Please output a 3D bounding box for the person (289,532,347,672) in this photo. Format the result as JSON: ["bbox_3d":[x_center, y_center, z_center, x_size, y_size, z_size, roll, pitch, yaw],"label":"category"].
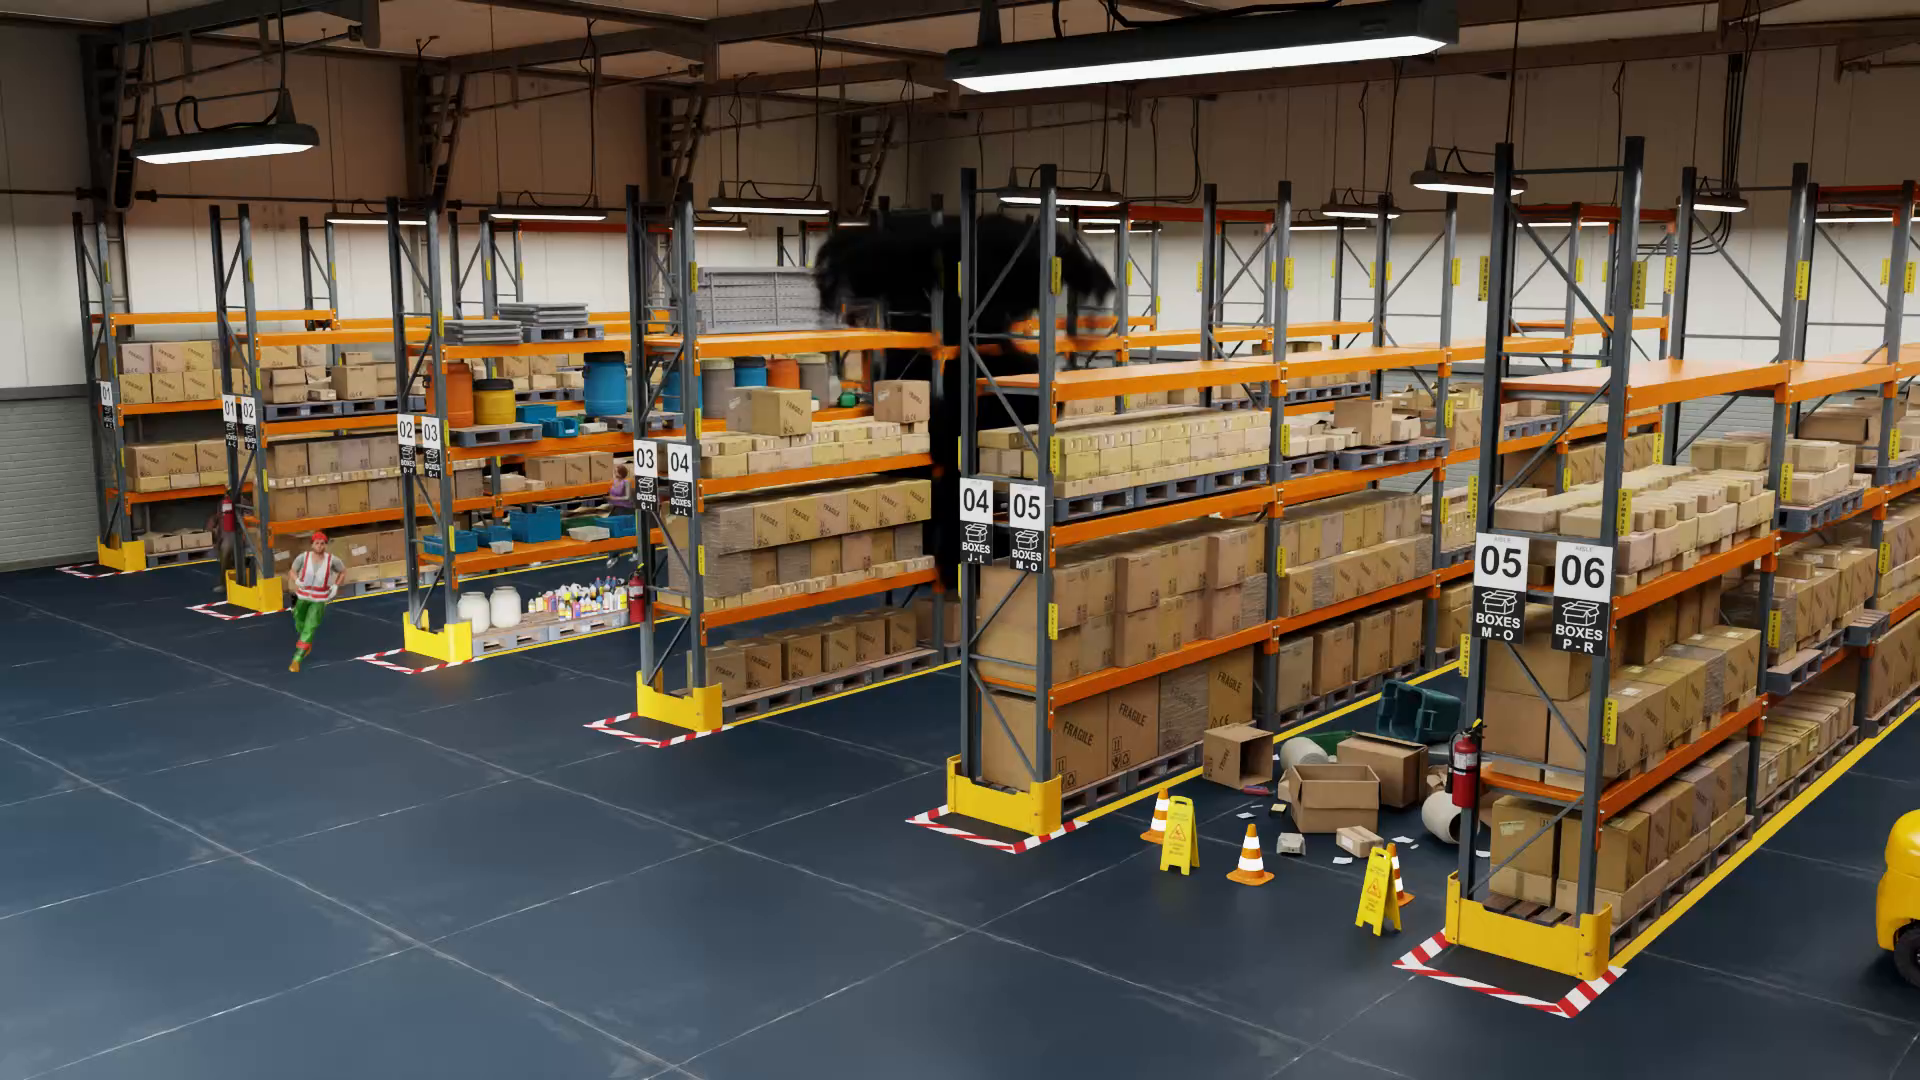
[{"bbox_3d":[-8.300,0.754,21.484,0.681,1.744,0.942,-1,10,-7],"label":"person"}]

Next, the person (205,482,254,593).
[{"bbox_3d":[-11.559,-0.071,26.396,0.712,1.736,0.914,4,10,24],"label":"person"}]

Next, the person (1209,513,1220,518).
[{"bbox_3d":[3.415,0.102,23.673,0.852,1.795,0.686,-9,13,-43],"label":"person"}]

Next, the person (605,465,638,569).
[{"bbox_3d":[-5.497,-0.390,27.005,0.510,1.672,0.698,6,11,33],"label":"person"}]
